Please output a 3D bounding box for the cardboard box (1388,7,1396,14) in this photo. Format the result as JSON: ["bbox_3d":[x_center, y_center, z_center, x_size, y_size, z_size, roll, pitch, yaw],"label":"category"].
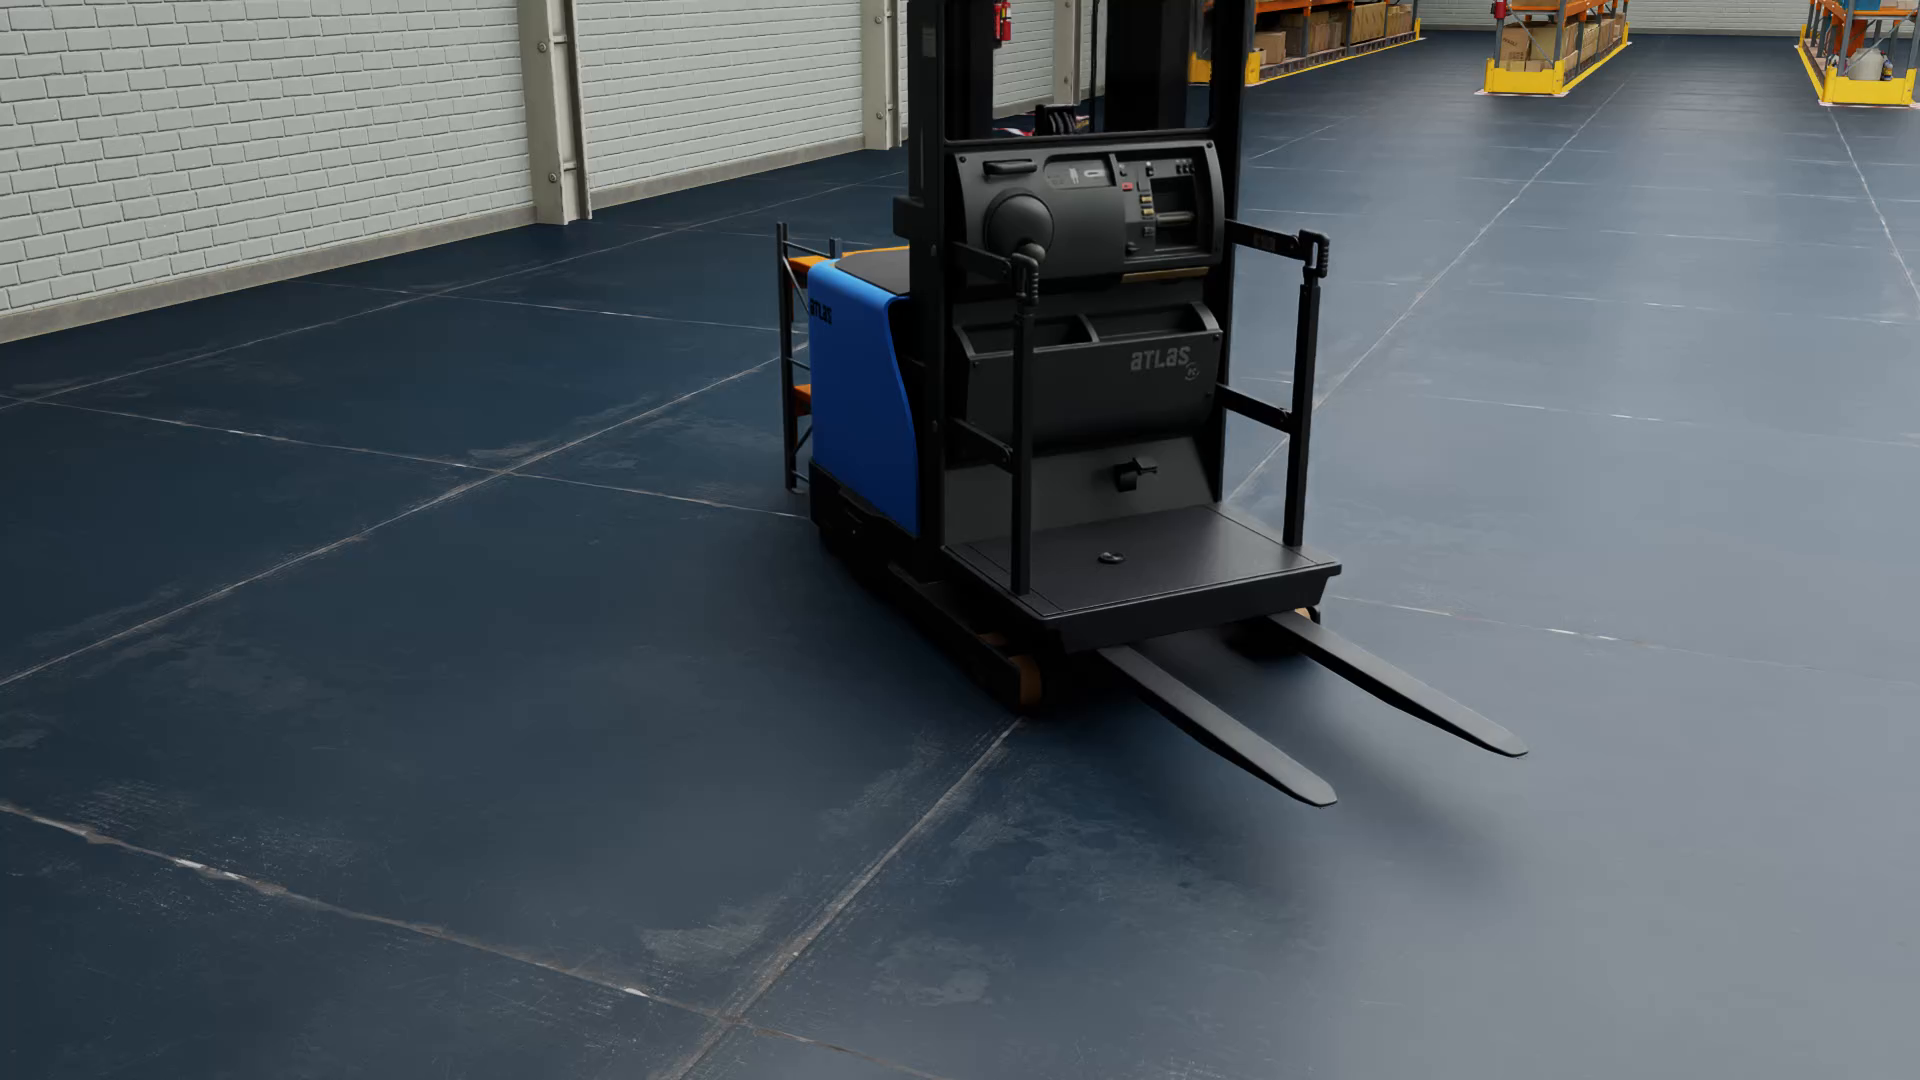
[{"bbox_3d":[10.138,-12.578,39.495,0.380,0.149,0.250,9,22,25],"label":"cardboard box"}]

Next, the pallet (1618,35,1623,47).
[{"bbox_3d":[15.233,-11.921,39.674,1.003,0.211,1.213,9,21,23],"label":"pallet"}]

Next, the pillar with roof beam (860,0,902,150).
[{"bbox_3d":[3.028,-8.190,16.067,9.100,9.000,0.400,9,21,23],"label":"pillar with roof beam"}]

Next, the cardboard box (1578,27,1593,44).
[{"bbox_3d":[11.701,-9.562,31.521,0.500,0.311,0.500,9,22,24],"label":"cardboard box"}]

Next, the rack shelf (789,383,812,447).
[{"bbox_3d":[-0.168,-0.545,7.053,1.000,0.278,0.538,-12,23,-30],"label":"rack shelf"}]

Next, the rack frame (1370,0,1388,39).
[{"bbox_3d":[9.431,-12.958,38.428,1.000,3.000,0.127,9,21,23],"label":"rack frame"}]

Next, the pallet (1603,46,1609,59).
[{"bbox_3d":[13.155,-10.337,35.221,1.003,0.211,1.213,9,21,23],"label":"pallet"}]

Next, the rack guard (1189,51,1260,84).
[{"bbox_3d":[4.548,-8.135,28.597,1.175,0.500,0.348,9,21,23],"label":"rack guard"}]

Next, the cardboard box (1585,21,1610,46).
[{"bbox_3d":[13.389,-10.660,35.039,0.500,0.500,0.500,8,21,21],"label":"cardboard box"}]

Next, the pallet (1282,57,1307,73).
[{"bbox_3d":[5.912,-8.988,31.427,1.003,0.211,1.213,9,21,23],"label":"pallet"}]

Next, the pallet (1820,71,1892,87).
[{"bbox_3d":[14.881,-7.639,27.635,1.003,0.211,1.213,9,21,23],"label":"pallet"}]

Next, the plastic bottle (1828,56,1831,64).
[{"bbox_3d":[14.556,-7.937,27.718,0.152,0.276,0.135,9,22,25],"label":"plastic bottle"}]

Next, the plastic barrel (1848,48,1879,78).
[{"bbox_3d":[13.961,-7.321,25.663,0.421,0.512,0.421,0,20,0],"label":"plastic barrel"}]

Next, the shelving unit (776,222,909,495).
[{"bbox_3d":[-0.168,-0.776,6.971,1.048,1.125,0.538,-12,23,-30],"label":"shelving unit"}]

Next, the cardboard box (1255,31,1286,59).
[{"bbox_3d":[5.767,-9.219,30.989,0.500,0.500,0.500,7,21,19],"label":"cardboard box"}]

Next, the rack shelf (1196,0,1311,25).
[{"bbox_3d":[5.336,-9.562,29.953,1.077,0.370,4.000,9,21,23],"label":"rack shelf"}]

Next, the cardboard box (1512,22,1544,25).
[{"bbox_3d":[9.791,-8.685,28.770,0.500,0.500,0.500,9,21,23],"label":"cardboard box"}]

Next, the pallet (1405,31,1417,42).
[{"bbox_3d":[10.813,-12.611,41.616,1.003,0.211,1.213,9,21,23],"label":"pallet"}]

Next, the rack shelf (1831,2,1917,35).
[{"bbox_3d":[14.375,-8.202,26.130,1.077,0.370,4.000,9,21,23],"label":"rack shelf"}]

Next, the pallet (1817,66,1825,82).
[{"bbox_3d":[15.480,-8.084,28.886,1.003,0.211,1.213,9,21,23],"label":"pallet"}]

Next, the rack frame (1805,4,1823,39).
[{"bbox_3d":[20.108,-12.821,38.044,1.000,3.000,0.127,9,21,23],"label":"rack frame"}]

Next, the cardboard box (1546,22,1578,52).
[{"bbox_3d":[10.470,-8.766,29.000,0.500,0.500,0.500,9,21,23],"label":"cardboard box"}]

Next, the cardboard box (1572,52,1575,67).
[{"bbox_3d":[10.472,-8.413,29.125,0.500,0.250,0.500,9,21,23],"label":"cardboard box"}]

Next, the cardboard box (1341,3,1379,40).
[{"bbox_3d":[8.922,-11.654,37.343,0.750,0.750,0.750,9,22,24],"label":"cardboard box"}]

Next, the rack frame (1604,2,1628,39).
[{"bbox_3d":[15.590,-13.502,39.958,1.000,3.000,0.127,9,21,23],"label":"rack frame"}]

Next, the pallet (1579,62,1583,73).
[{"bbox_3d":[10.942,-8.750,30.759,1.003,0.211,1.213,9,21,23],"label":"pallet"}]

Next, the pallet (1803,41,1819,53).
[{"bbox_3d":[19.233,-10.889,36.772,1.003,0.211,1.213,9,21,23],"label":"pallet"}]

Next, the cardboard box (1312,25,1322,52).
[{"bbox_3d":[6.853,-10.084,33.422,0.700,0.500,0.500,9,21,23],"label":"cardboard box"}]

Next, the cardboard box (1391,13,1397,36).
[{"bbox_3d":[10.040,-12.346,39.810,0.700,0.500,0.500,8,21,22],"label":"cardboard box"}]

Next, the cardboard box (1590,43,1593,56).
[{"bbox_3d":[11.905,-9.453,32.050,0.500,0.250,0.500,9,22,24],"label":"cardboard box"}]

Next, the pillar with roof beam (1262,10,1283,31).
[{"bbox_3d":[10.399,-13.692,31.539,9.100,9.000,0.400,9,21,23],"label":"pillar with roof beam"}]

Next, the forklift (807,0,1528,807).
[{"bbox_3d":[0.509,-1.036,5.009,1.130,2.935,3.031,-9,22,-24],"label":"forklift"}]

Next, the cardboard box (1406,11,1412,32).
[{"bbox_3d":[10.874,-12.973,41.574,0.700,0.500,0.500,9,21,23],"label":"cardboard box"}]

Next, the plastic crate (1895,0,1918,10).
[{"bbox_3d":[14.216,-8.035,24.980,0.298,0.136,0.250,9,21,23],"label":"plastic crate"}]

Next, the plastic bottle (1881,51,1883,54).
[{"bbox_3d":[15.193,-7.876,27.434,0.144,0.351,0.185,8,21,21],"label":"plastic bottle"}]

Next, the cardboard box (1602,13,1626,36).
[{"bbox_3d":[15.592,-12.331,39.741,0.500,0.500,0.500,9,21,23],"label":"cardboard box"}]

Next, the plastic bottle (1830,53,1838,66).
[{"bbox_3d":[14.233,-7.735,27.037,0.144,0.351,0.185,8,21,22],"label":"plastic bottle"}]

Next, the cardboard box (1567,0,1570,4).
[{"bbox_3d":[9.872,-9.273,27.916,0.700,0.500,0.500,9,22,24],"label":"cardboard box"}]

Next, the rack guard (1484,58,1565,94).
[{"bbox_3d":[9.028,-7.426,26.603,1.175,0.500,0.348,9,21,23],"label":"rack guard"}]

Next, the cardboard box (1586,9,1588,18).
[{"bbox_3d":[13.122,-11.242,35.558,0.500,0.250,0.500,9,21,23],"label":"cardboard box"}]

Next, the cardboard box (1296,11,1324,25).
[{"bbox_3d":[7.049,-10.567,33.660,0.500,0.250,0.500,8,21,22],"label":"cardboard box"}]

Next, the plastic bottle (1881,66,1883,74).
[{"bbox_3d":[14.888,-7.559,26.766,0.097,0.201,0.097,0,20,0],"label":"plastic bottle"}]

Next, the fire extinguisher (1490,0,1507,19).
[{"bbox_3d":[8.566,-8.602,26.295,0.296,0.674,0.183,9,21,23],"label":"fire extinguisher"}]

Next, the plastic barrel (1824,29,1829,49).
[{"bbox_3d":[17.628,-10.083,33.431,0.421,0.512,0.421,0,20,0],"label":"plastic barrel"}]

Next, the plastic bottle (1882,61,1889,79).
[{"bbox_3d":[14.723,-7.468,26.407,0.097,0.271,0.097,0,20,0],"label":"plastic bottle"}]

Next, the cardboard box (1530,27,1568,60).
[{"bbox_3d":[9.664,-8.153,27.275,0.500,0.500,0.500,9,21,23],"label":"cardboard box"}]

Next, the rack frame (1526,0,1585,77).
[{"bbox_3d":[10.676,-9.834,29.643,1.000,3.000,0.127,9,21,23],"label":"rack frame"}]

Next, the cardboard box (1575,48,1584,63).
[{"bbox_3d":[11.067,-8.825,30.285,0.500,0.250,0.500,8,21,21],"label":"cardboard box"}]

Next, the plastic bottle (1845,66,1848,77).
[{"bbox_3d":[14.214,-7.545,26.727,0.097,0.201,0.097,0,20,0],"label":"plastic bottle"}]

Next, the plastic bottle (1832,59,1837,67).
[{"bbox_3d":[13.939,-7.517,26.527,0.061,0.283,0.133,9,22,24],"label":"plastic bottle"}]
